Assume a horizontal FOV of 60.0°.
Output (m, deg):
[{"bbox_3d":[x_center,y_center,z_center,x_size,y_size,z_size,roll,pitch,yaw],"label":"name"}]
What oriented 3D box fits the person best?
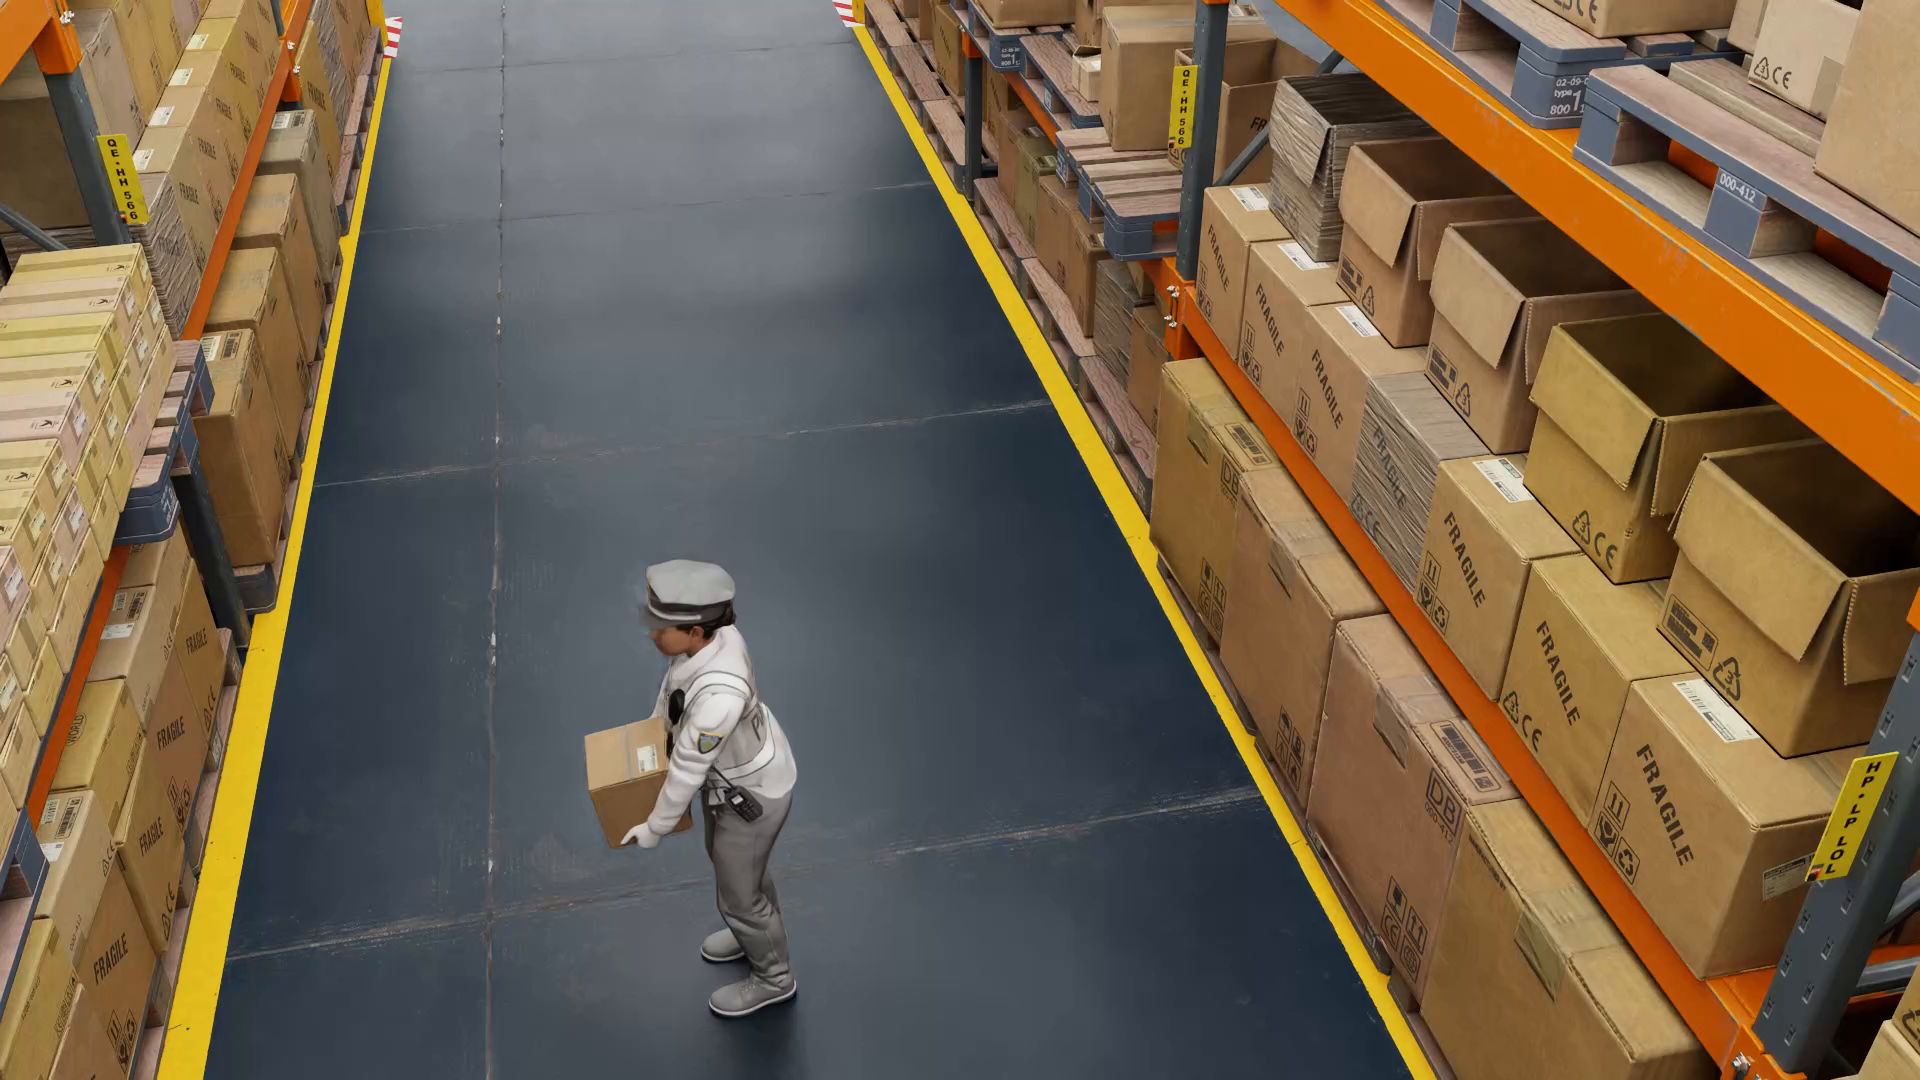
[{"bbox_3d":[-0.763,0.772,5.031,0.541,1.663,0.416,-8,35,-11],"label":"person"}]
